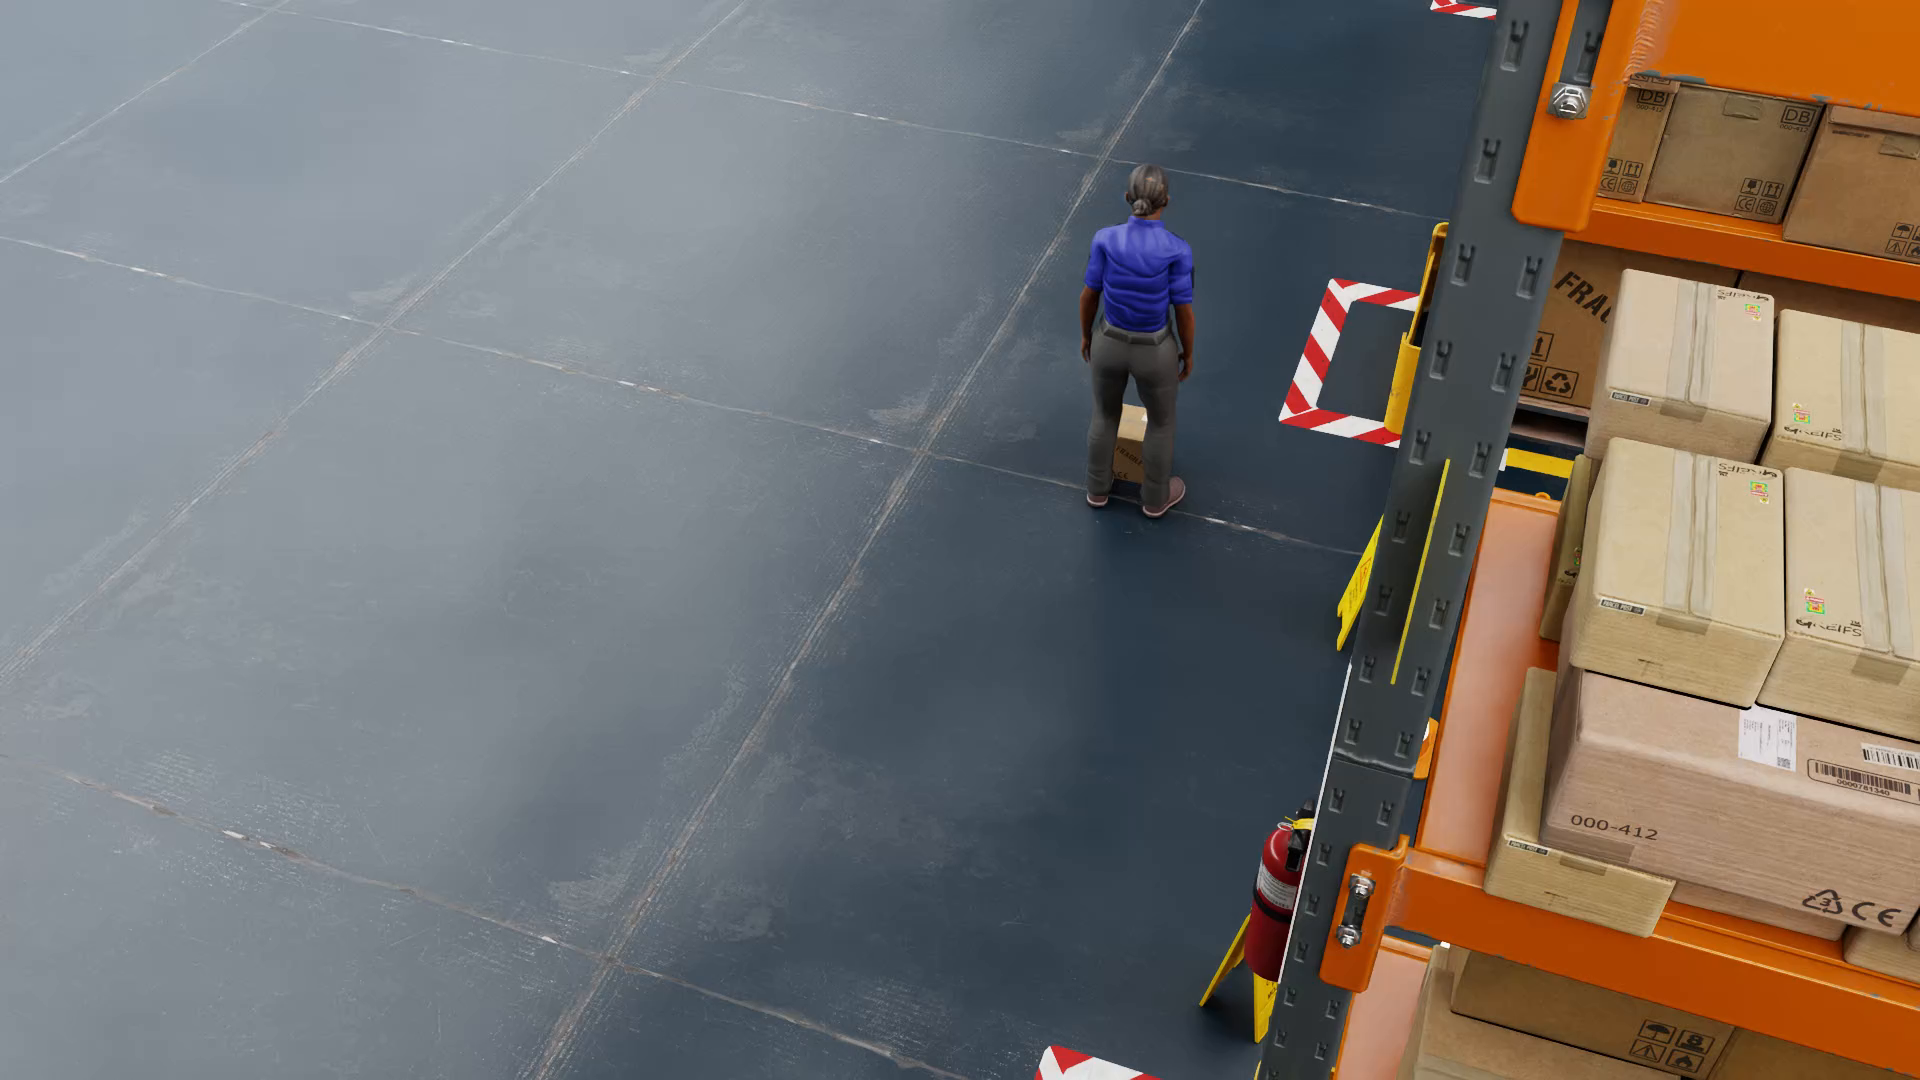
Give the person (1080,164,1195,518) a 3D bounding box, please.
[{"bbox_3d":[0.757,-0.818,7.080,0.512,1.654,0.352,13,43,14],"label":"person"}]
